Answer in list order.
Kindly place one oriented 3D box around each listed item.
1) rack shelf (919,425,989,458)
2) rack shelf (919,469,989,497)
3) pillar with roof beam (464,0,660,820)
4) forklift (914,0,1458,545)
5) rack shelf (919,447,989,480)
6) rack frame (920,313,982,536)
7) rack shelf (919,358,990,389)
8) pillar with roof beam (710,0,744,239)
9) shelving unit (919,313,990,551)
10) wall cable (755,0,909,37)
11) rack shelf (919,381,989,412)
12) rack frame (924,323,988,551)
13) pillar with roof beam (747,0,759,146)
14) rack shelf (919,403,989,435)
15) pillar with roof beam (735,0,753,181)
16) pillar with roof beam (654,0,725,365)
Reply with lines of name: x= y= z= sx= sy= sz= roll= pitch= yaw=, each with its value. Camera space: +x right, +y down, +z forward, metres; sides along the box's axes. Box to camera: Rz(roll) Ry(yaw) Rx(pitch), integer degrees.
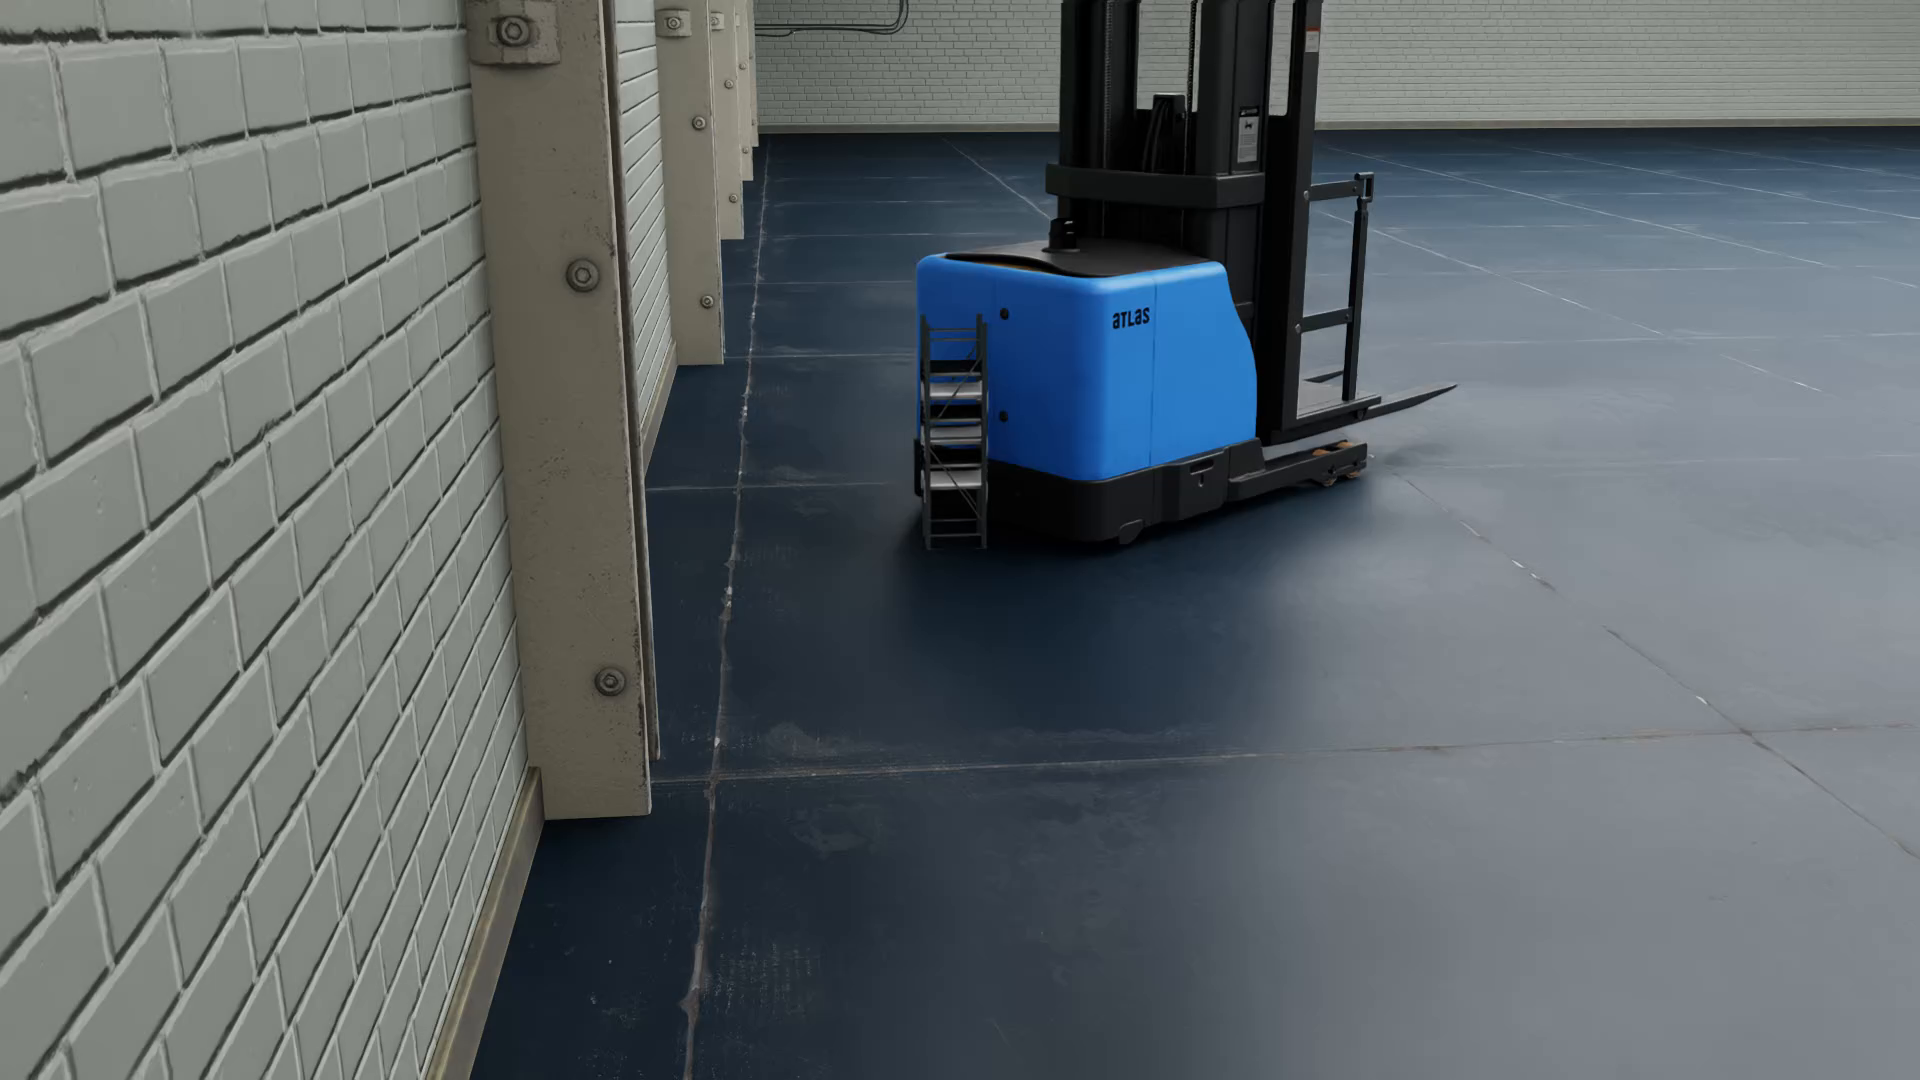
rack shelf: x=-0.025 y=-0.388 z=6.523 sx=0.258 sy=0.077 sz=0.200 roll=-2 pitch=18 yaw=-5
rack shelf: x=-0.025 y=-0.217 z=6.577 sx=0.258 sy=0.077 sz=0.200 roll=-2 pitch=18 yaw=-5
pillar with roof beam: x=3.292 y=-3.758 z=3.624 sx=9.100 sy=9.000 sz=0.400 roll=-2 pitch=18 yaw=-6
forklift: x=1.214 y=-1.736 z=7.312 sx=3.031 sy=2.935 sz=1.130 roll=-16 pitch=24 yaw=-42
rack shelf: x=-0.025 y=-0.302 z=6.550 sx=0.258 sy=0.077 sz=0.200 roll=-2 pitch=18 yaw=-5
rack frame: x=-0.034 y=-0.450 z=6.609 sx=0.240 sy=0.900 sz=0.006 roll=-2 pitch=18 yaw=-5
rack shelf: x=-0.025 y=-0.646 z=6.442 sx=0.258 sy=0.077 sz=0.200 roll=-2 pitch=18 yaw=-5
pillar with roof beam: x=2.054 y=-7.333 z=15.012 sx=9.100 sy=9.000 sz=0.400 roll=-2 pitch=18 yaw=-6
shelving unit: x=-0.025 y=-0.420 z=6.513 sx=0.258 sy=0.900 sz=0.210 roll=-2 pitch=18 yaw=-5
wall cable: x=-2.454 y=-10.213 z=29.367 sx=3.097 sy=2.526 sz=0.112 roll=-2 pitch=18 yaw=-6
rack shelf: x=-0.025 y=-0.560 z=6.469 sx=0.258 sy=0.077 sz=0.200 roll=-2 pitch=18 yaw=-5
rack frame: x=-0.015 y=-0.390 z=6.416 sx=0.240 sy=0.900 sz=0.006 roll=-2 pitch=18 yaw=-5
pillar with roof beam: x=0.817 y=-10.908 z=26.400 sx=9.100 sy=9.000 sz=0.400 roll=-2 pitch=18 yaw=-6
rack shelf: x=-0.025 y=-0.474 z=6.496 sx=0.258 sy=0.077 sz=0.200 roll=-2 pitch=18 yaw=-5
pillar with roof beam: x=1.436 y=-9.121 z=20.706 sx=9.100 sy=9.000 sz=0.400 roll=-2 pitch=18 yaw=-6
pillar with roof beam: x=2.673 y=-5.546 z=9.318 sx=9.100 sy=9.000 sz=0.400 roll=-2 pitch=18 yaw=-6
